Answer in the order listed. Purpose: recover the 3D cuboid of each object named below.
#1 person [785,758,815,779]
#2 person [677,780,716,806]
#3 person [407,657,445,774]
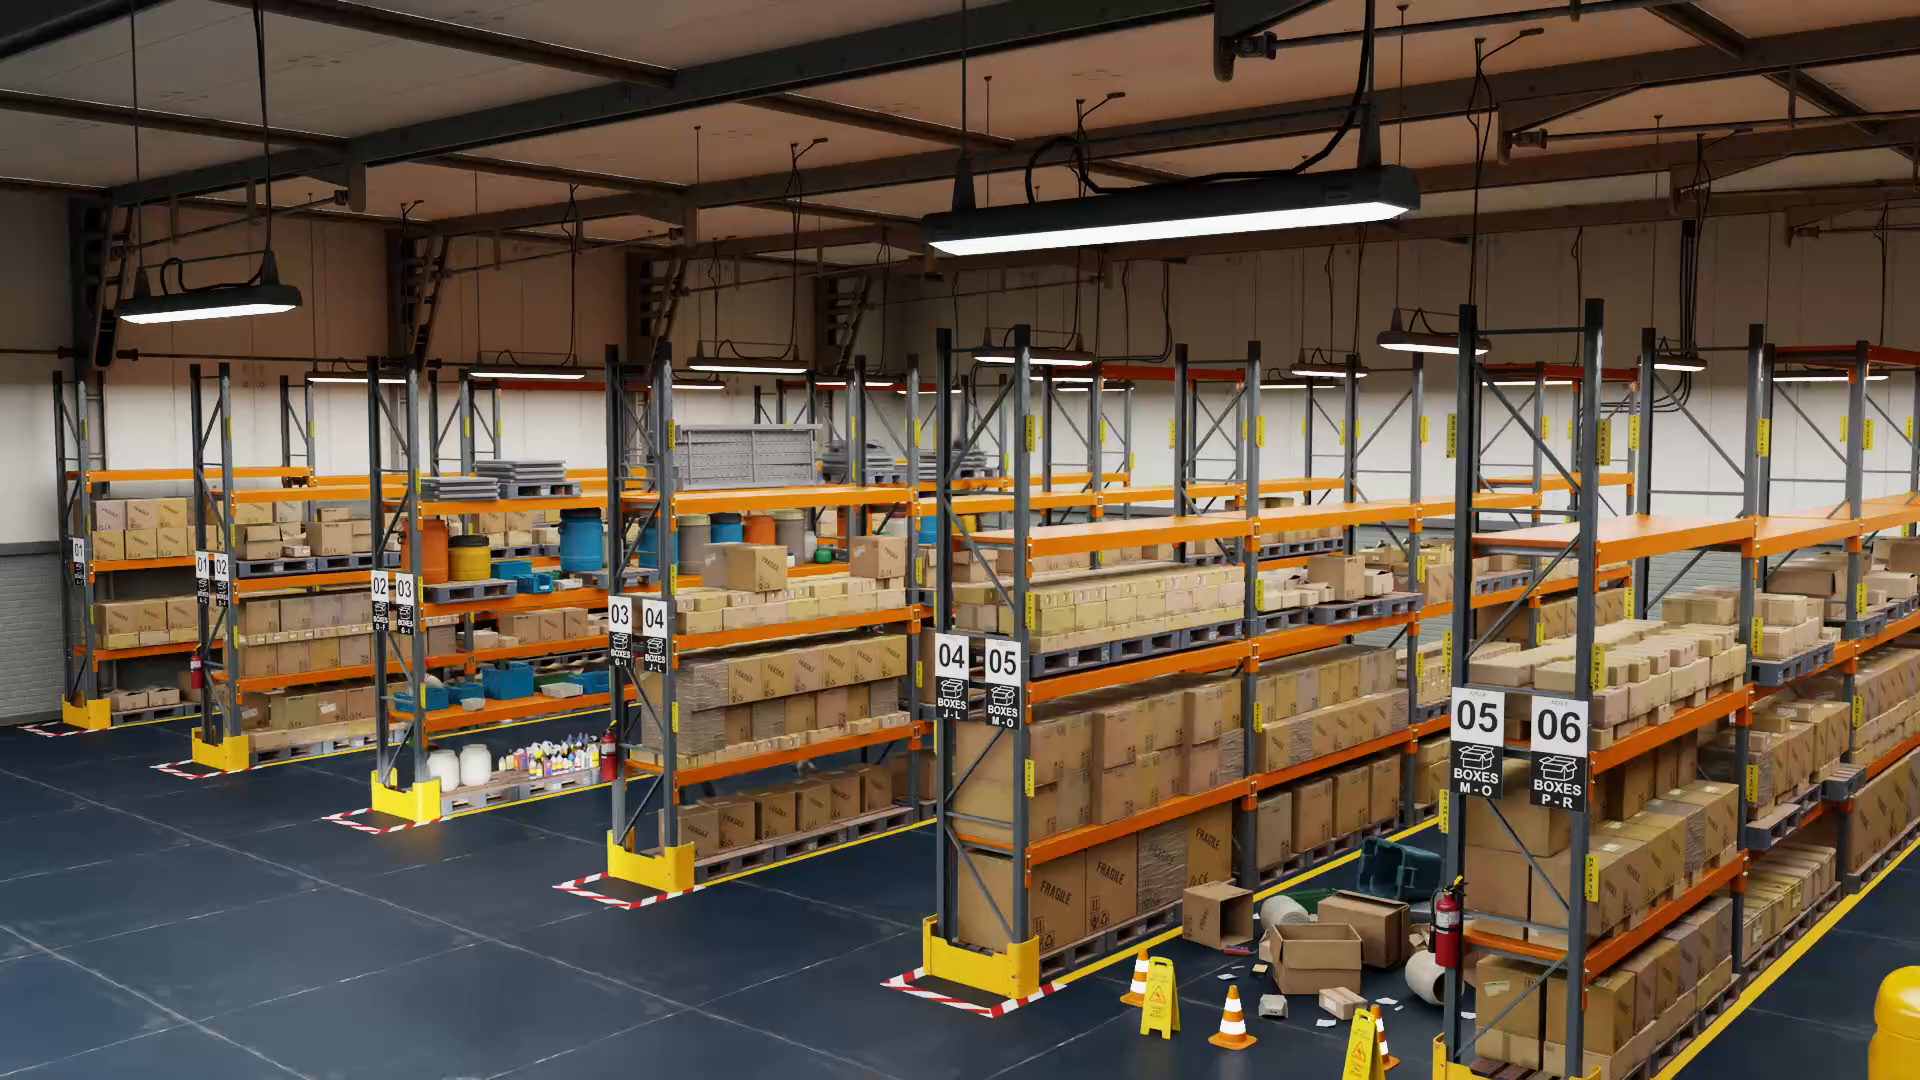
[{"bbox_3d":[-2.112,2.671,22.685,0.701,1.716,0.587,3,5,35],"label":"person"},{"bbox_3d":[-3.470,2.789,21.524,0.539,1.721,0.751,2,5,30],"label":"person"},{"bbox_3d":[-7.812,2.551,24.127,0.707,1.742,0.591,2,5,31],"label":"person"}]
